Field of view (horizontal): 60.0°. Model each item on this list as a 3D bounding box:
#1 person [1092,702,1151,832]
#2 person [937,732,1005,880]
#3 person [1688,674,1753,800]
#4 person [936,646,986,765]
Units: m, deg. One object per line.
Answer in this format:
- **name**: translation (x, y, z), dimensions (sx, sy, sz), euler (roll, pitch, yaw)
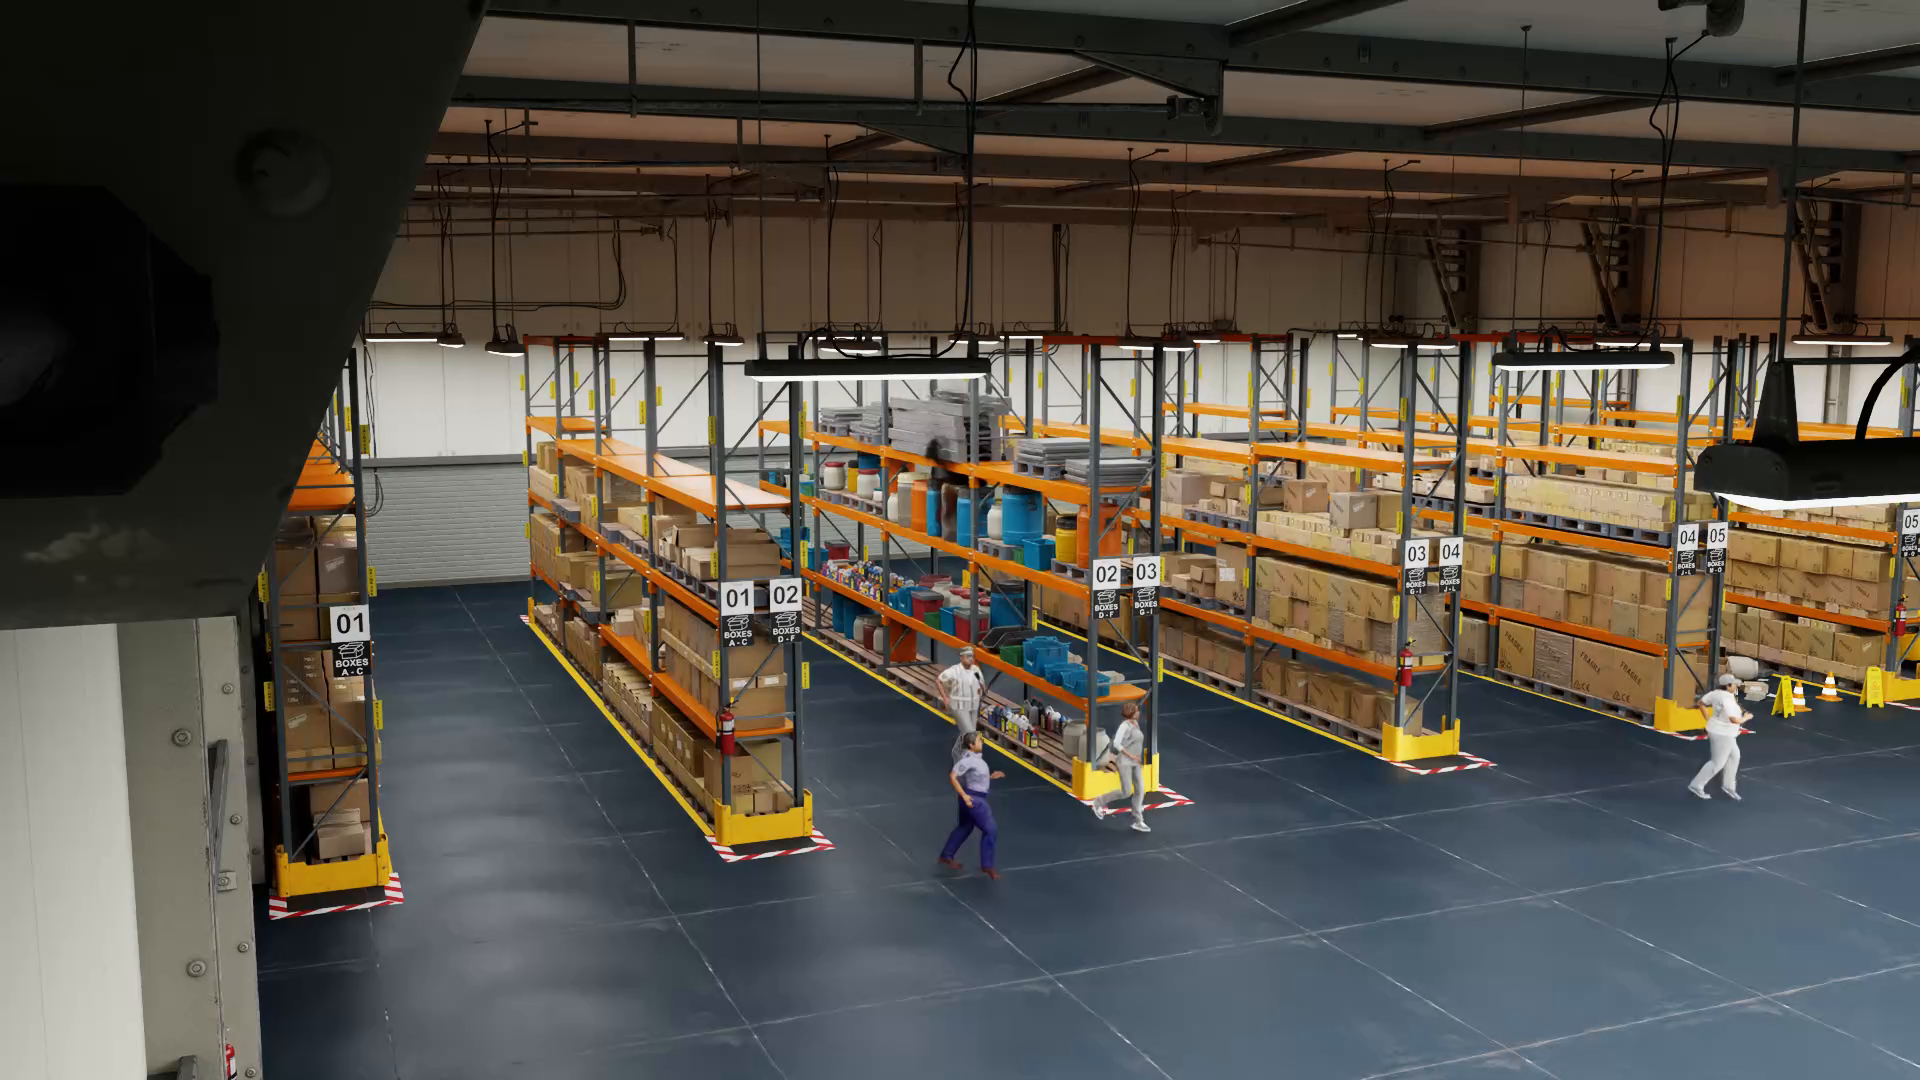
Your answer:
- **person**: translation (2.109, 2.803, 20.809), dimensions (0.804, 1.549, 0.601), euler (4, 9, 30)
- **person**: translation (0.138, 3.025, 18.904), dimensions (0.740, 1.699, 0.580), euler (0, 8, -1)
- **person**: translation (10.007, 2.612, 21.869), dimensions (0.735, 1.732, 0.632), euler (1, 8, 9)
- **person**: translation (0.094, 2.360, 23.356), dimensions (0.652, 1.773, 0.653), euler (-6, 9, -36)
